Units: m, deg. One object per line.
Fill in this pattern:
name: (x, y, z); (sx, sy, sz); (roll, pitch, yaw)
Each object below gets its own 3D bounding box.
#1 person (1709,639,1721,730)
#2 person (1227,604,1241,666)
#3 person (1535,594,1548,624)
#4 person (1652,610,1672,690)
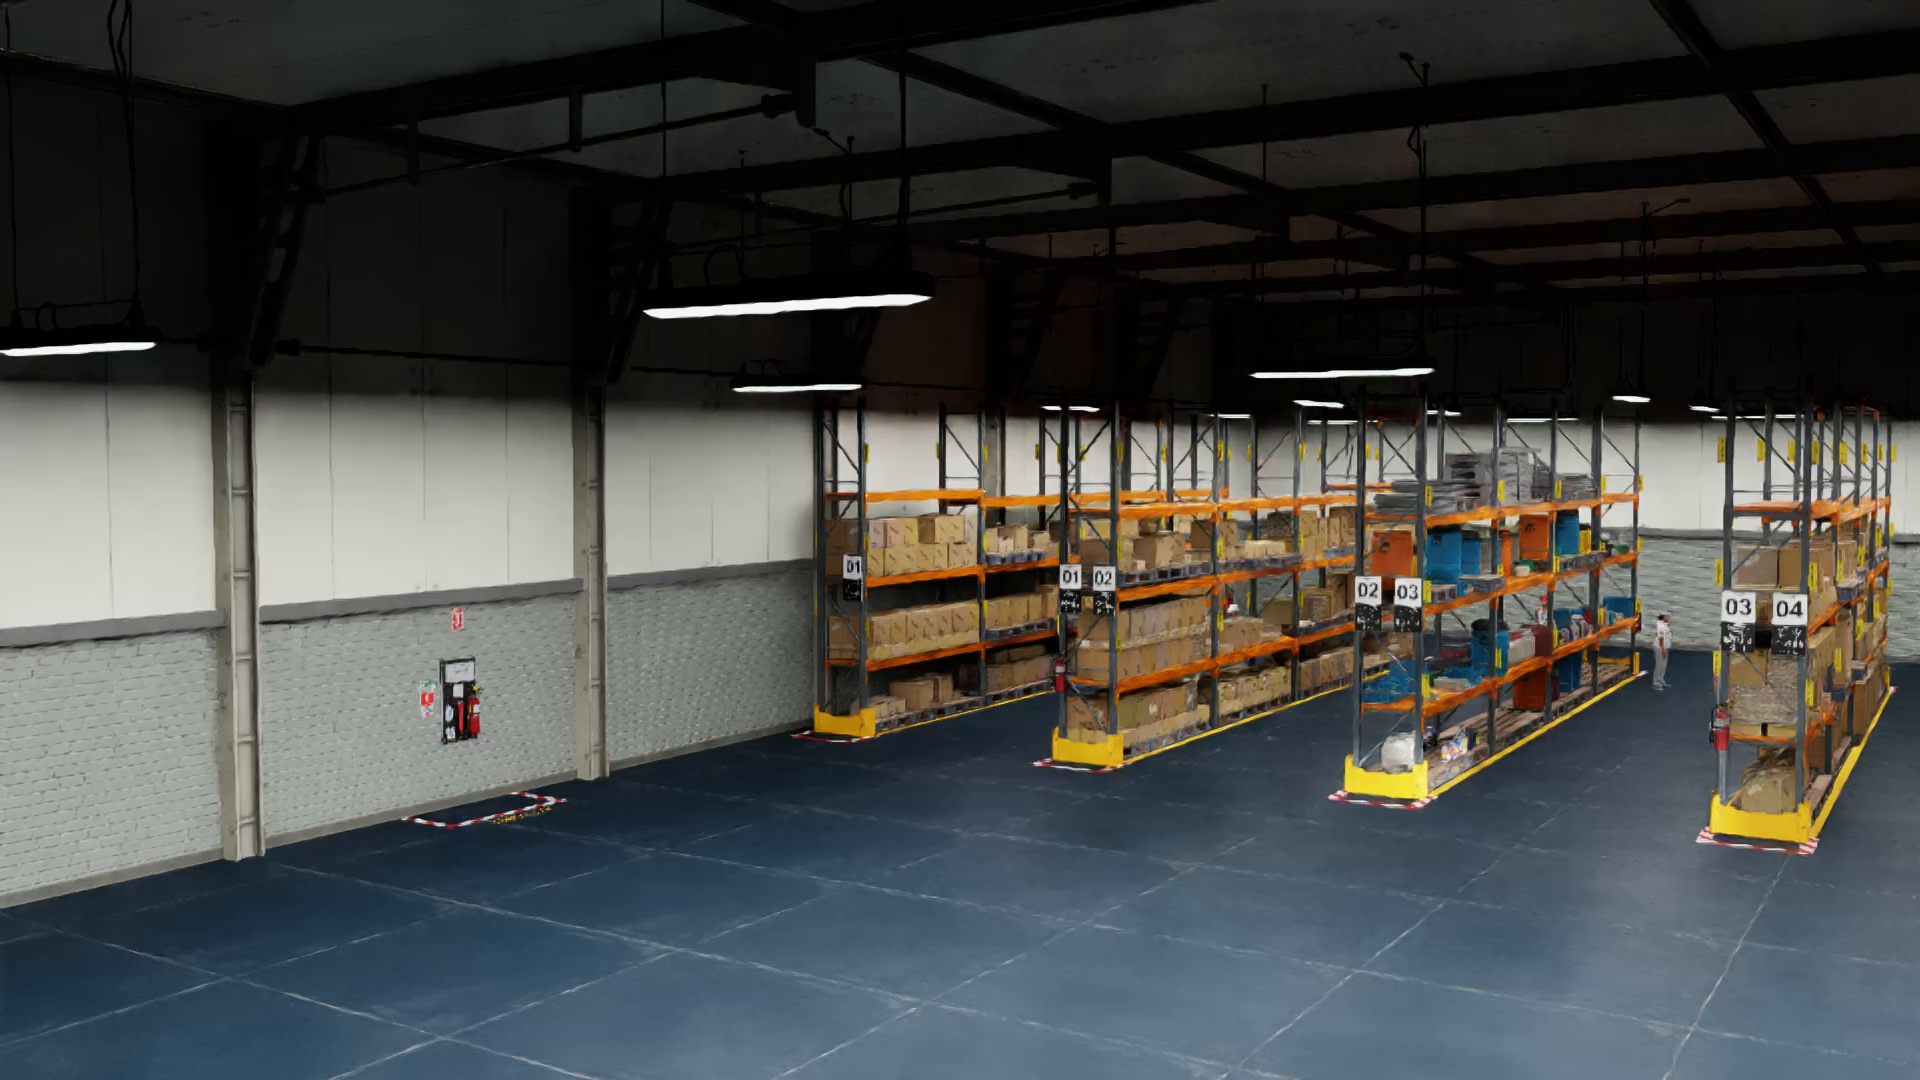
person: (13.743, 2.576, 30.037); (0.487, 1.675, 0.476); (-2, 3, -28)
person: (5.979, 2.237, 36.298); (0.543, 1.700, 1.115); (2, 4, 35)
person: (13.565, 2.103, 38.577); (0.555, 1.705, 1.119); (2, 4, 35)
person: (14.845, 2.312, 35.165); (0.393, 1.670, 0.635); (1, 3, 26)
